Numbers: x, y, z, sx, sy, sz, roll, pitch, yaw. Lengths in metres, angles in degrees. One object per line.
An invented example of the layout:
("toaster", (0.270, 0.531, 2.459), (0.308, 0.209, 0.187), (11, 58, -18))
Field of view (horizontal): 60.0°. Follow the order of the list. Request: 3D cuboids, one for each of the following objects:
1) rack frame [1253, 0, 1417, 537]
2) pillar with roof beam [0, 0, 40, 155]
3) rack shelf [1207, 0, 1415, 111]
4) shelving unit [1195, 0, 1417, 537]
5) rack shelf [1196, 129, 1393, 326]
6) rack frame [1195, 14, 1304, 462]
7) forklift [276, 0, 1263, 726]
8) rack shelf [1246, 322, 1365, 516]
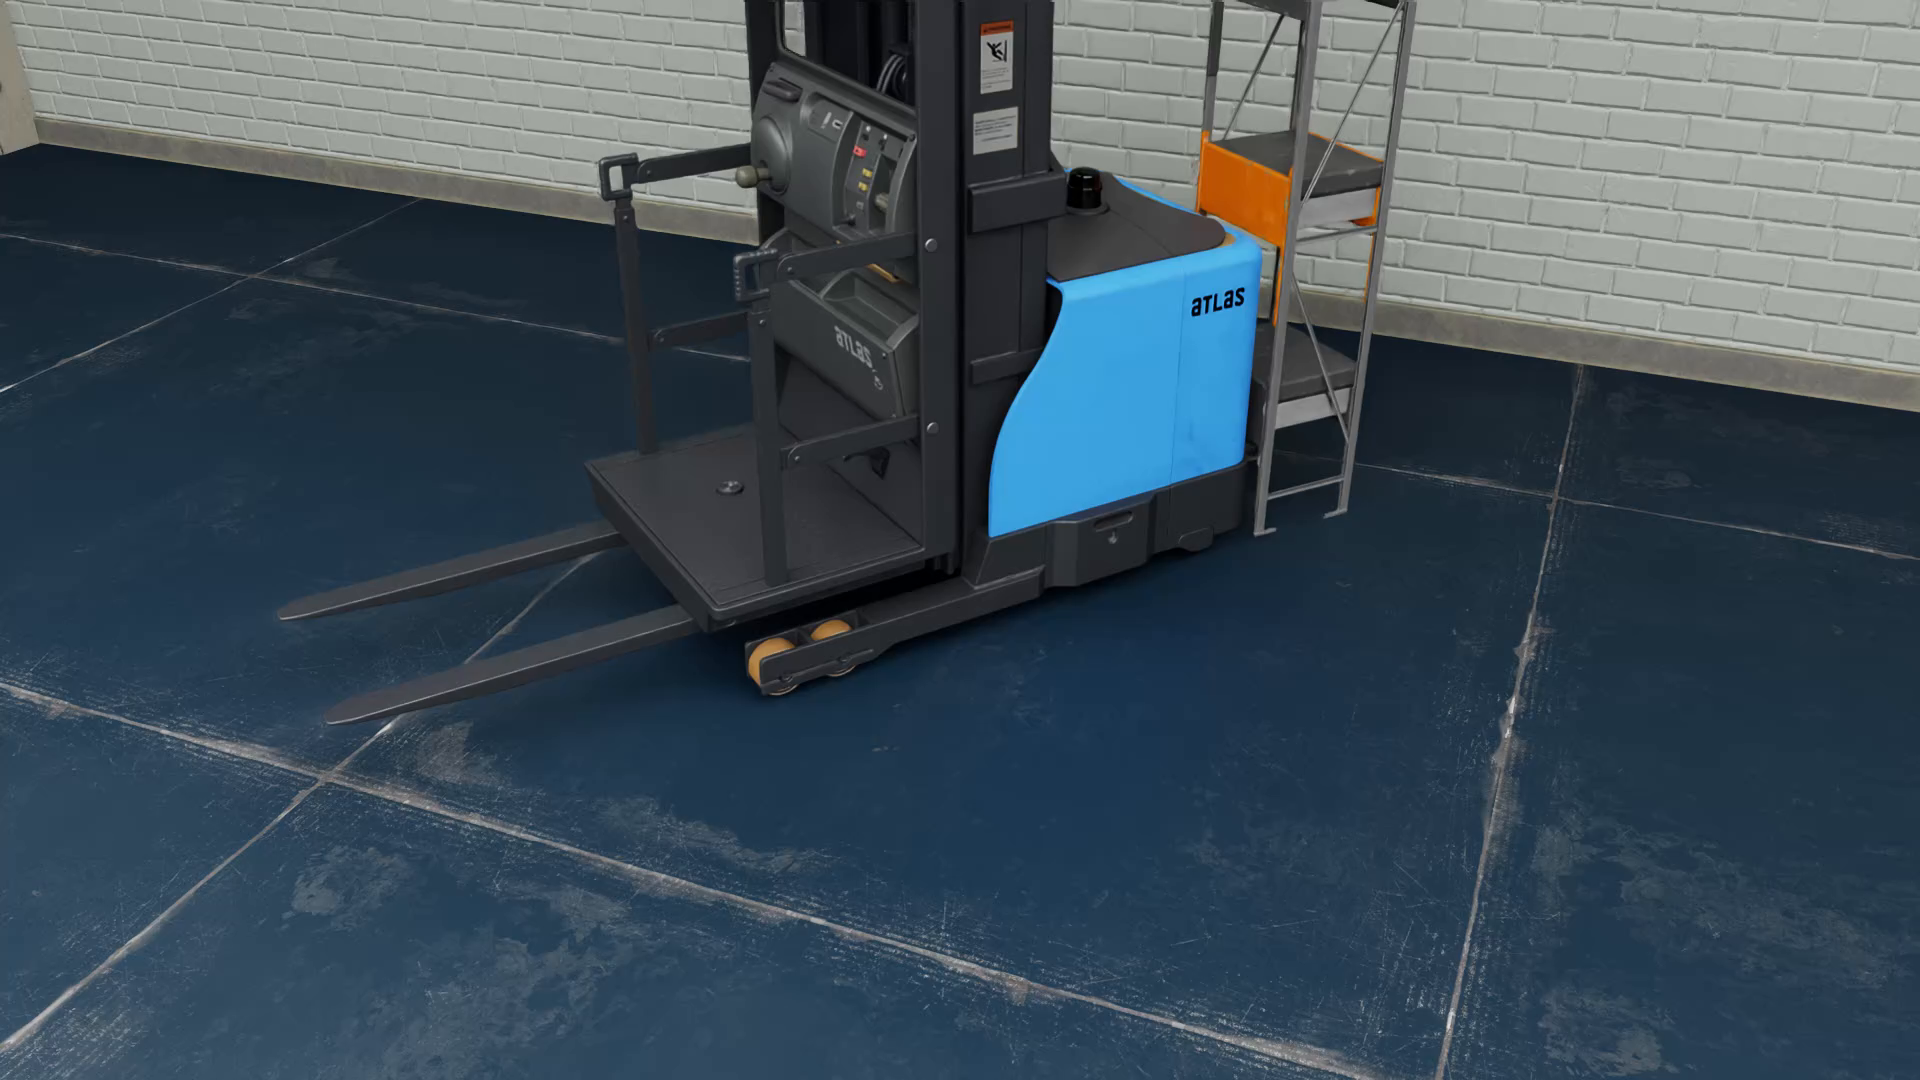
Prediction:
("rack frame", (1.205, -0.972, 5.332), (0.400, 2.100, 0.015), (-14, 32, -24))
("pillar with roof beam", (-7.355, -4.314, 4.238), (0.400, 9.000, 9.100), (11, 31, 19))
("rack shelf", (1.097, -1.678, 5.185), (0.431, 0.518, 0.480), (-14, 32, -24))
("shelving unit", (1.092, -1.079, 5.520), (0.431, 2.100, 0.503), (-14, 32, -24))
("rack shelf", (1.092, -1.067, 5.527), (0.431, 0.518, 0.480), (-14, 32, -24))
("rack frame", (0.979, -1.185, 5.709), (0.400, 2.100, 0.015), (-14, 32, -24))
("forklift", (-0.556, -1.113, 4.740), (3.031, 2.935, 1.130), (-16, 33, -27))
("rack shelf", (1.086, -0.456, 5.869), (0.431, 0.518, 0.480), (-14, 32, -24))
